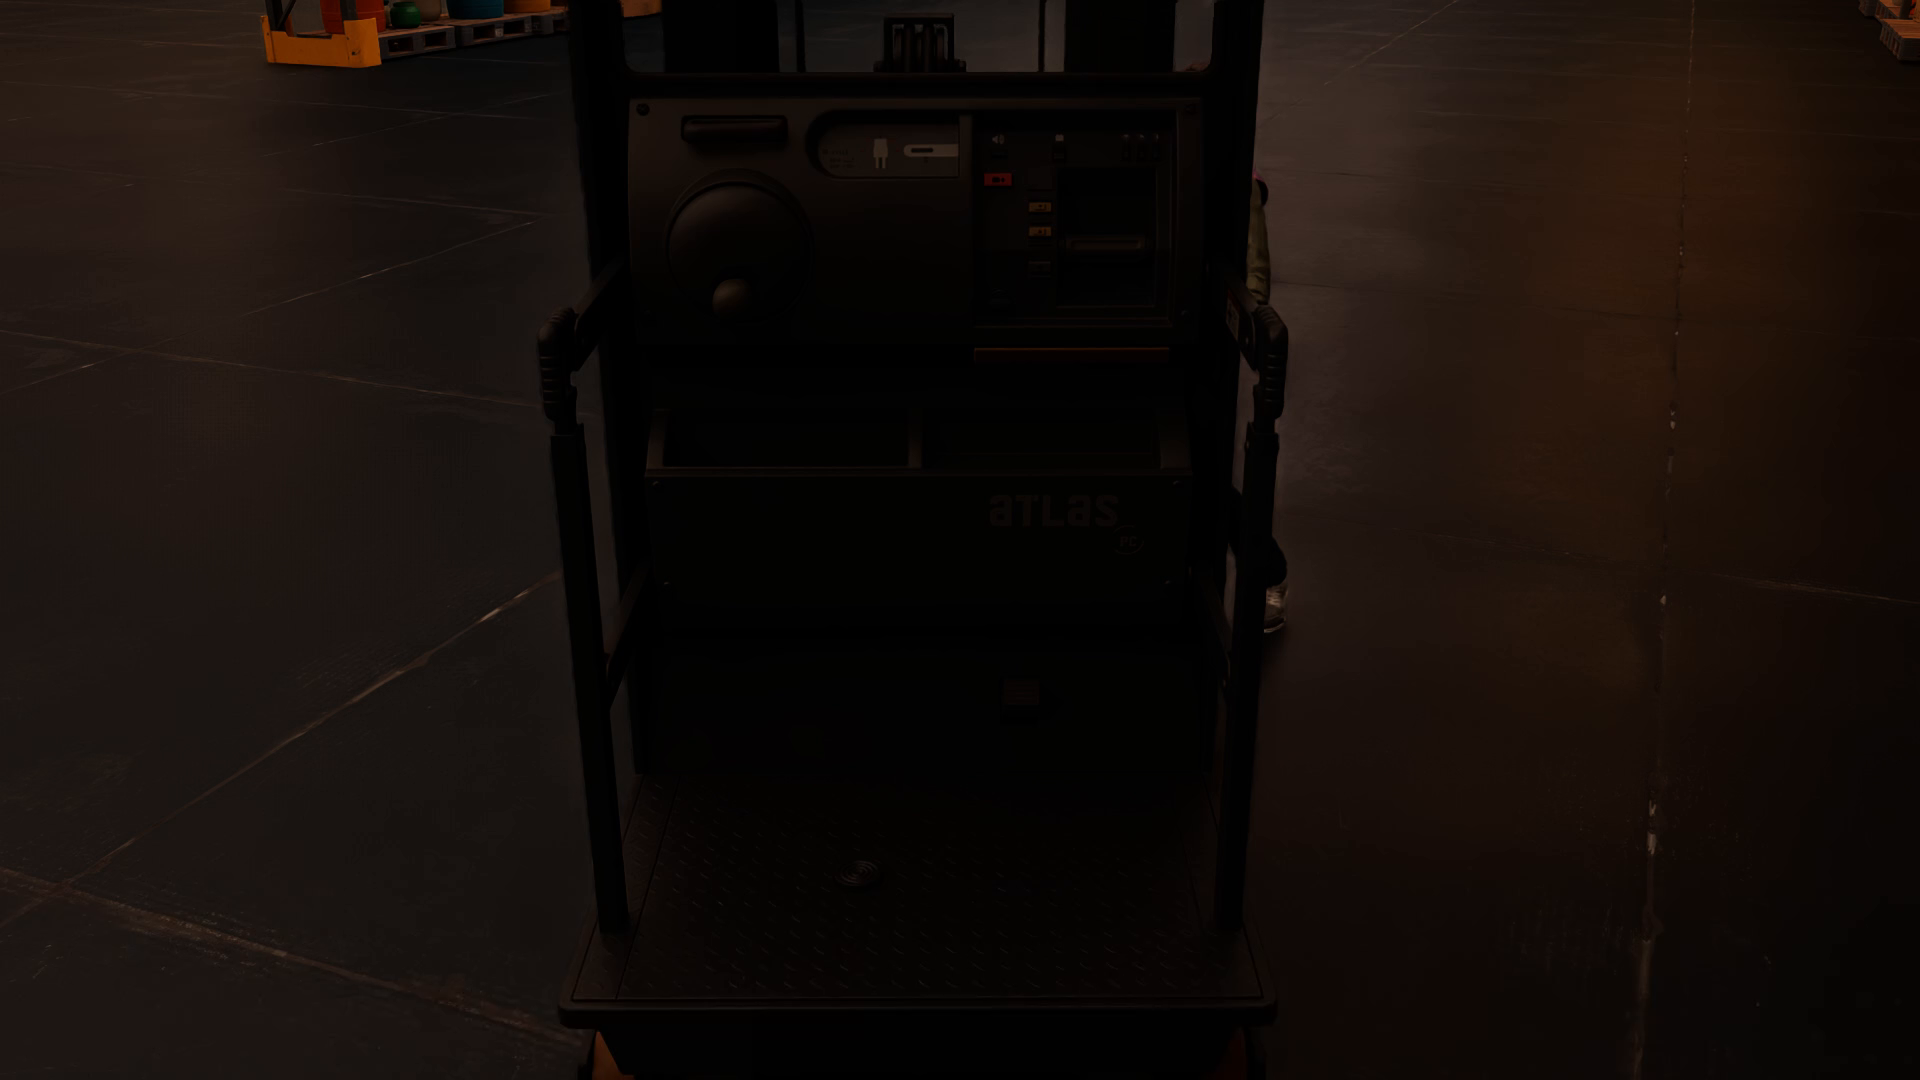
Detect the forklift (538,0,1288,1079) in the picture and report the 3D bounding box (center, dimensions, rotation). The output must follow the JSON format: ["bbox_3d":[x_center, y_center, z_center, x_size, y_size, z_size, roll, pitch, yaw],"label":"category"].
[{"bbox_3d":[-0.066,-0.505,2.502,1.130,2.935,3.031,0,23,0],"label":"forklift"}]

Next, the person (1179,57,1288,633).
[{"bbox_3d":[0.583,-0.519,4.456,0.580,1.484,0.803,-9,24,-21],"label":"person"}]
